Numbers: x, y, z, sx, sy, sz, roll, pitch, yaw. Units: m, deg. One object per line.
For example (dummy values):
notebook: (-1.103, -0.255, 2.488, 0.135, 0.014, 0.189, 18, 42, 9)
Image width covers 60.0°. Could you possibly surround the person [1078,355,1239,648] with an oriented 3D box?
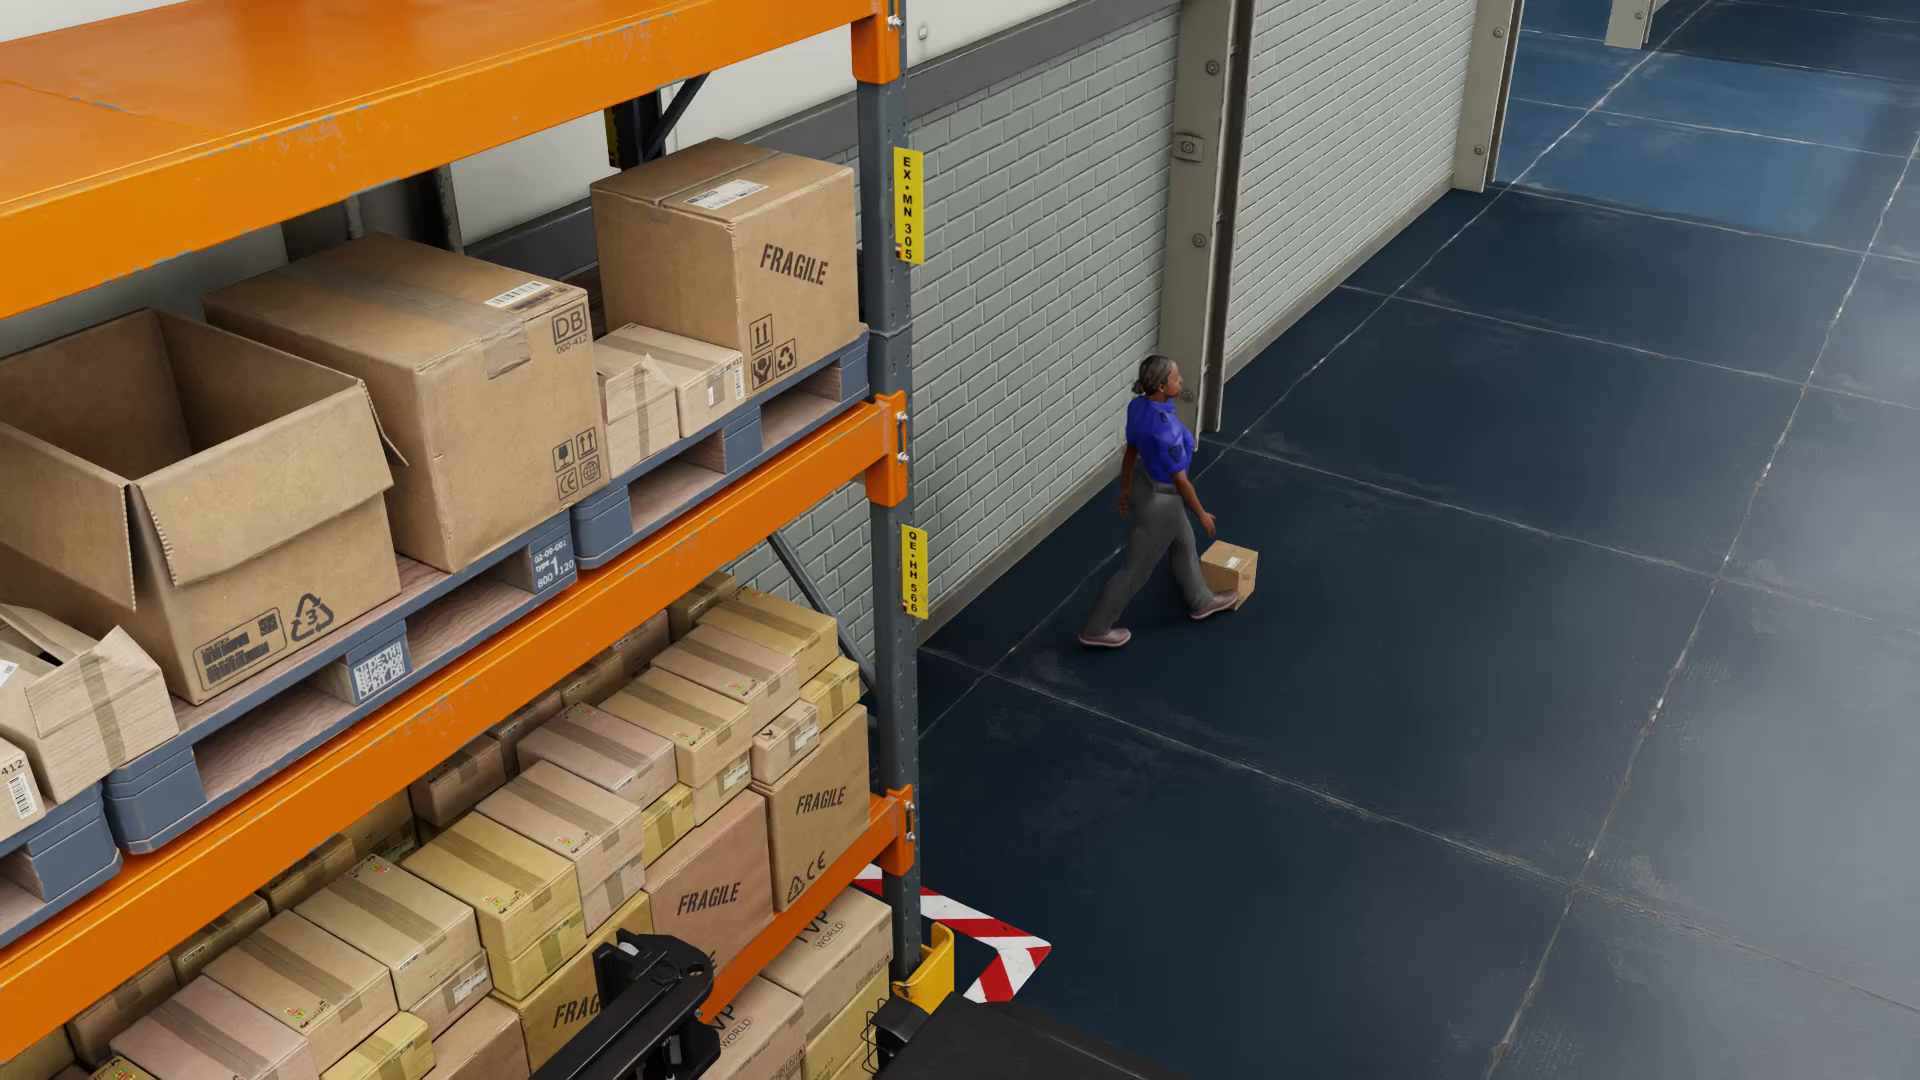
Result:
person: (1.074, -0.196, 8.483, 0.958, 1.593, 0.478, -6, 31, -10)
